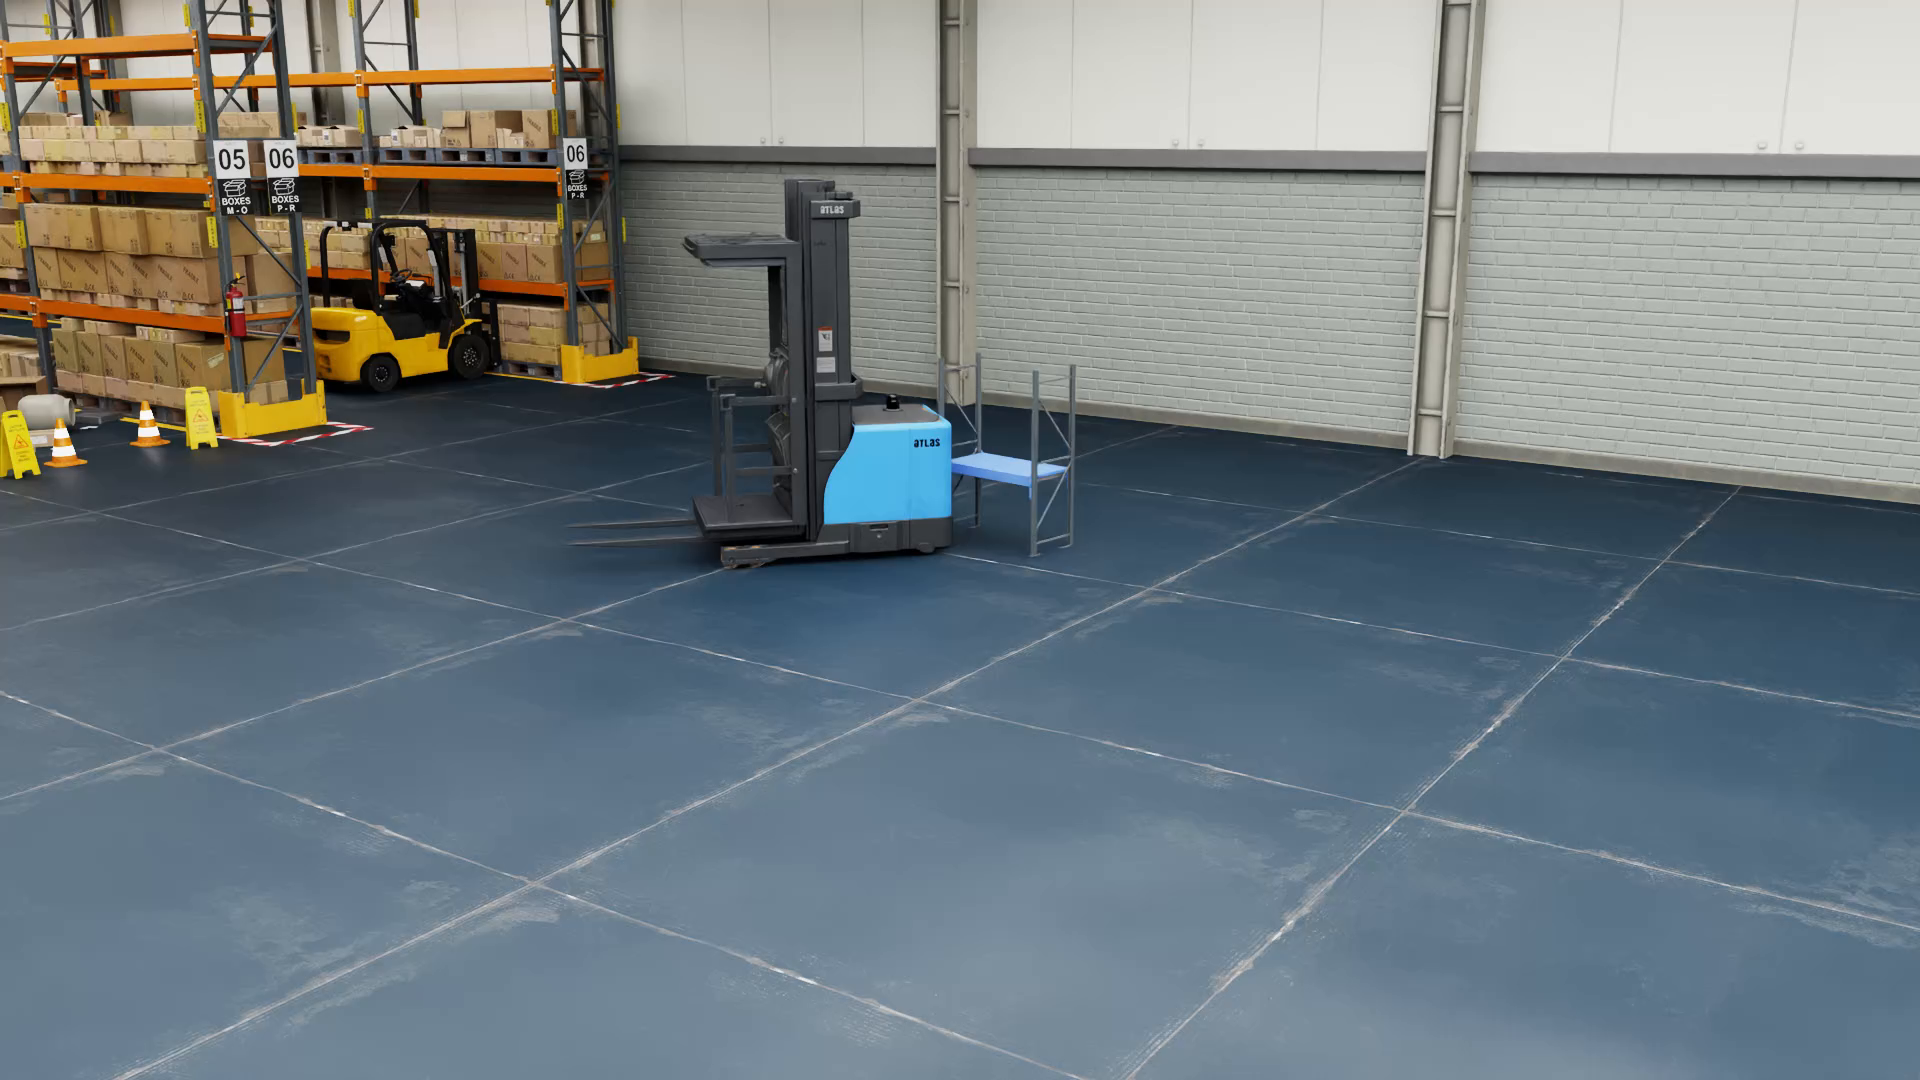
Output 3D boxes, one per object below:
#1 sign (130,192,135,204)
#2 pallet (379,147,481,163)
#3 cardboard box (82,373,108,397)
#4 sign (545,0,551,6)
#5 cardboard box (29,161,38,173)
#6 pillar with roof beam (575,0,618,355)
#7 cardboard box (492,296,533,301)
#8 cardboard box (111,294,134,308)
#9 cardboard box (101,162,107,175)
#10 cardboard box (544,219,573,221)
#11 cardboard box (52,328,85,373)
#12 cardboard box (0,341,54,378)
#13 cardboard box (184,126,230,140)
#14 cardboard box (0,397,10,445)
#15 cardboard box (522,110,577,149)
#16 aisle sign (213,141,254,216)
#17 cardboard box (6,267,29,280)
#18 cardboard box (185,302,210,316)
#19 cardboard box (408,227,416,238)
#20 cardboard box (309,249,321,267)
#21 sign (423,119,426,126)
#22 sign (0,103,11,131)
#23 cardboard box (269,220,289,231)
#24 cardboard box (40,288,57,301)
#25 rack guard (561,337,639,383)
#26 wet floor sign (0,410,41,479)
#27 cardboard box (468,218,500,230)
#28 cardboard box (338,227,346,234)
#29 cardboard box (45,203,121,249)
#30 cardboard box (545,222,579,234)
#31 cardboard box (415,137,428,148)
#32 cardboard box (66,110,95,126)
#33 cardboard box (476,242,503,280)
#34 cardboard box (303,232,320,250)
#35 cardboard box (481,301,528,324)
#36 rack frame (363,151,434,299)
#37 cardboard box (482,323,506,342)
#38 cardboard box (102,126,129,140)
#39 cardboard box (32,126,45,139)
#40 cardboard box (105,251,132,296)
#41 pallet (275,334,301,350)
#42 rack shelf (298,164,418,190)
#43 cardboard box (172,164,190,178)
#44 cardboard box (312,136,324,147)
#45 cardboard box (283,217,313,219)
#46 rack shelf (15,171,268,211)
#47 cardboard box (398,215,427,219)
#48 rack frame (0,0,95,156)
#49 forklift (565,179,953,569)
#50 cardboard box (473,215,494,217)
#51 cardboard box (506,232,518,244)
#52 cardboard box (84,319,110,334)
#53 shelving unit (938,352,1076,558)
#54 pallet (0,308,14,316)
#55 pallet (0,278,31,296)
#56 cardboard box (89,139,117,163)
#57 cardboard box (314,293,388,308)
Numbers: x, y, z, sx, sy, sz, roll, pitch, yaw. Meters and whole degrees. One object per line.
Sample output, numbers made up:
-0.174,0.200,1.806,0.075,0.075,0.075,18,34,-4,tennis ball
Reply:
-14.596,-5.974,29.305,0.005,0.325,0.100,9,17,33,sign
-7.543,-5.532,23.870,1.213,0.211,1.003,9,17,33,pallet
-10.244,-1.905,20.124,0.500,0.250,0.500,10,17,36,cardboard box
-5.260,-6.989,21.222,0.005,0.325,0.100,9,17,33,sign
-10.909,-4.480,19.961,0.250,0.149,0.380,9,16,32,cardboard box
-7.423,-6.019,19.409,0.400,9.000,9.100,9,17,33,pillar with roof beam
-6.486,-3.354,23.897,0.500,0.250,0.500,9,16,32,cardboard box
-9.669,-2.808,19.448,0.250,0.149,0.380,9,17,33,cardboard box
-9.629,-4.274,19.127,0.250,0.149,0.380,9,17,33,cardboard box
-5.530,-4.362,23.023,0.250,0.149,0.380,10,17,34,cardboard box
-10.693,-2.338,20.314,0.500,0.500,0.500,10,17,35,cardboard box
-12.067,-2.332,21.595,0.625,0.372,0.950,10,17,36,cardboard box
-8.158,-4.409,18.014,0.250,0.149,0.380,9,17,33,cardboard box
-10.583,-1.221,17.707,0.637,0.503,0.797,-1,14,-6,cardboard box
-5.449,-5.460,22.103,0.500,0.500,0.500,10,17,35,cardboard box
-7.823,-3.897,17.915,0.004,0.787,0.394,9,17,33,aisle sign
-11.613,-3.334,20.697,0.250,0.149,0.380,9,17,34,cardboard box
-8.415,-2.599,18.603,0.250,0.149,0.380,9,16,32,cardboard box
-7.700,-4.433,23.929,0.250,0.149,0.380,9,17,33,cardboard box
-9.644,-4.310,25.303,0.500,0.250,0.500,9,17,33,cardboard box
-7.956,-6.085,24.677,0.005,0.325,0.100,9,17,33,sign
-11.339,-5.025,19.742,0.005,0.325,0.100,9,17,33,sign
-10.407,-4.856,25.638,0.250,0.149,0.380,10,17,34,cardboard box
-10.950,-3.010,20.262,0.250,0.149,0.380,9,17,33,cardboard box
-4.926,-2.475,22.782,0.348,0.500,1.175,9,17,33,rack guard
-9.263,-0.949,16.314,0.232,0.644,0.267,6,15,23,wet floor sign
-6.637,-4.410,23.219,0.250,0.149,0.380,9,17,34,cardboard box
-9.070,-4.667,24.878,0.250,0.149,0.380,9,17,33,cardboard box
-10.376,-3.741,19.786,0.500,0.500,0.700,9,17,33,cardboard box
-5.361,-4.206,22.393,0.250,0.149,0.380,9,17,33,cardboard box
-7.424,-5.591,23.364,0.250,0.149,0.380,10,17,34,cardboard box
-14.848,-7.123,28.073,0.258,0.266,0.396,9,17,32,cardboard box
-6.351,-3.894,23.103,0.500,0.500,0.500,9,16,32,cardboard box
-9.667,-4.550,25.234,0.500,0.250,0.500,10,17,34,cardboard box
-6.353,-3.179,23.190,0.500,0.250,0.500,9,17,34,cardboard box
-8.265,-4.228,24.661,0.127,3.000,1.000,9,17,33,rack frame
-6.374,-2.941,23.269,0.500,0.250,0.500,9,16,32,cardboard box
-9.449,-4.608,18.817,0.250,0.149,0.380,10,17,34,cardboard box
-10.721,-4.823,19.684,0.250,0.149,0.380,10,17,34,cardboard box
-9.553,-3.120,19.357,0.500,0.500,0.500,9,17,33,cardboard box
-9.914,-3.129,26.024,1.213,0.211,1.003,9,17,33,pallet
-9.924,-5.603,25.471,4.000,0.370,1.077,9,17,33,rack shelf
-8.390,-4.055,18.240,0.250,0.149,0.380,9,17,33,cardboard box
-9.347,-5.902,24.620,0.250,0.149,0.380,9,17,33,cardboard box
-10.498,-5.046,26.407,0.250,0.149,0.380,9,16,32,cardboard box
-9.372,-4.077,19.304,4.000,0.370,1.077,9,17,33,rack shelf
-7.888,-4.621,24.069,0.250,0.149,0.380,9,17,34,cardboard box
-11.032,-6.150,19.940,0.127,3.000,1.000,9,17,33,rack frame
-1.627,-1.339,13.132,3.031,2.935,1.130,-3,14,-14,forklift
-6.787,-4.575,23.886,0.250,0.149,0.380,9,16,32,cardboard box
-5.999,-4.157,22.814,0.250,0.149,0.380,9,17,32,cardboard box
-10.195,-2.556,19.843,0.250,0.149,0.380,10,17,35,cardboard box
0.372,-0.717,13.600,1.048,1.500,0.538,13,19,42,shelving unit
-17.497,-4.367,31.025,1.213,0.211,1.003,9,17,33,pallet
-11.585,-3.276,21.216,1.213,0.211,1.003,9,17,33,pallet
-9.558,-4.448,18.999,0.500,0.250,0.500,9,17,33,cardboard box
-9.344,-3.453,25.596,0.625,0.625,0.875,9,17,32,cardboard box
